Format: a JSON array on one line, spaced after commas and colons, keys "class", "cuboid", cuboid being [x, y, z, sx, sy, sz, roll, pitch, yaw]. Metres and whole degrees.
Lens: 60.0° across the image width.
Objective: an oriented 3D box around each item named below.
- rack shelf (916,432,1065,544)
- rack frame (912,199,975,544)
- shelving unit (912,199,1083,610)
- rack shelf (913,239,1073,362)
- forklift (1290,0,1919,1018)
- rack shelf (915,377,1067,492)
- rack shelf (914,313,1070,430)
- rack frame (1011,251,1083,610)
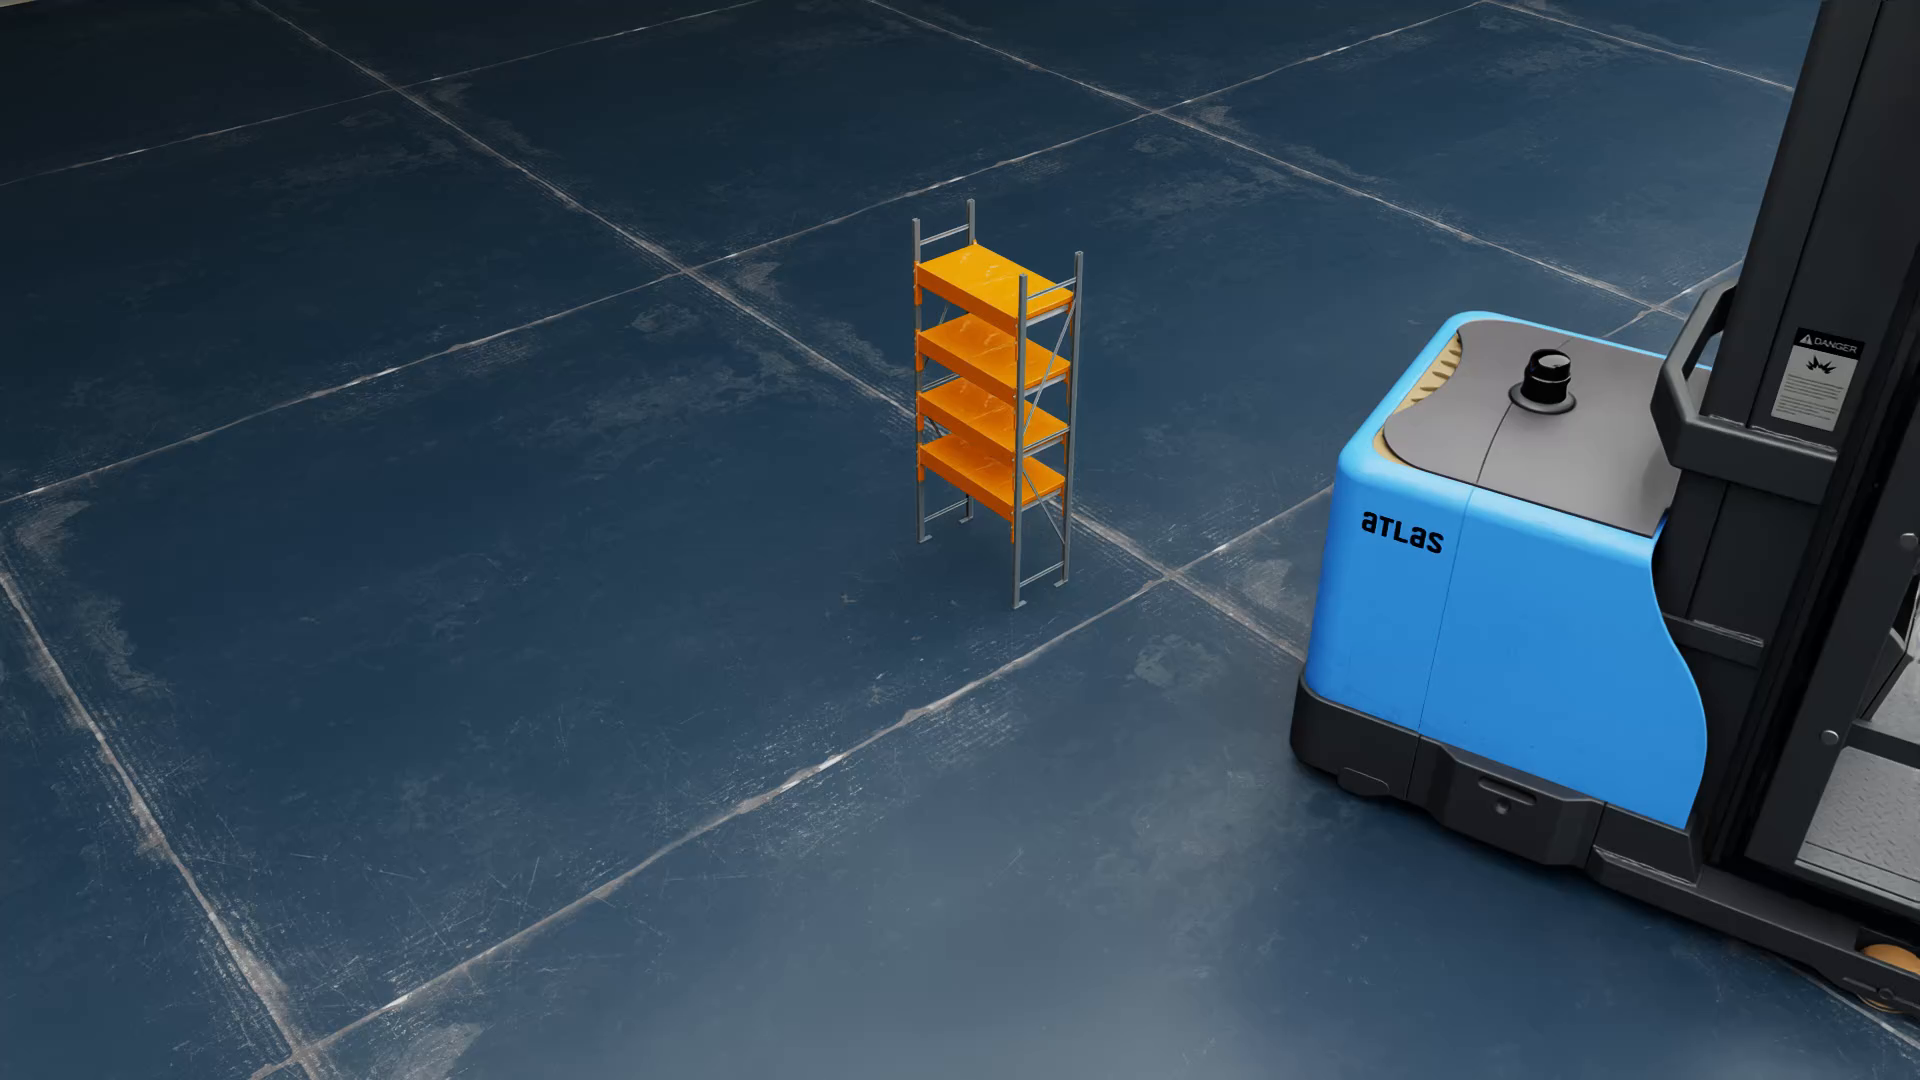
[{"class": "rack shelf", "cuboid": [0.107, -0.200, 5.454, 0.258, 0.148, 0.480, -26, 43, -32]}, {"class": "rack frame", "cuboid": [-0.051, -0.524, 5.452, 0.240, 1.200, 0.015, -26, 43, -32]}, {"class": "shelving unit", "cuboid": [0.107, -0.417, 5.300, 0.258, 1.200, 0.503, -26, 43, -32]}, {"class": "rack shelf", "cuboid": [0.107, -0.737, 5.073, 0.258, 0.148, 0.480, -26, 43, -32]}, {"class": "forklift", "cuboid": [2.475, -0.326, 3.674, 3.031, 2.935, 1.130, 20, 40, 25]}, {"class": "rack shelf", "cuboid": [0.107, -0.362, 5.339, 0.258, 0.148, 0.480, -26, 43, -32]}, {"class": "rack shelf", "cuboid": [0.107, -0.544, 5.210, 0.258, 0.148, 0.480, -26, 43, -32]}, {"class": "rack frame", "cuboid": [0.264, -0.309, 5.148, 0.240, 1.200, 0.015, -26, 43, -32]}]
